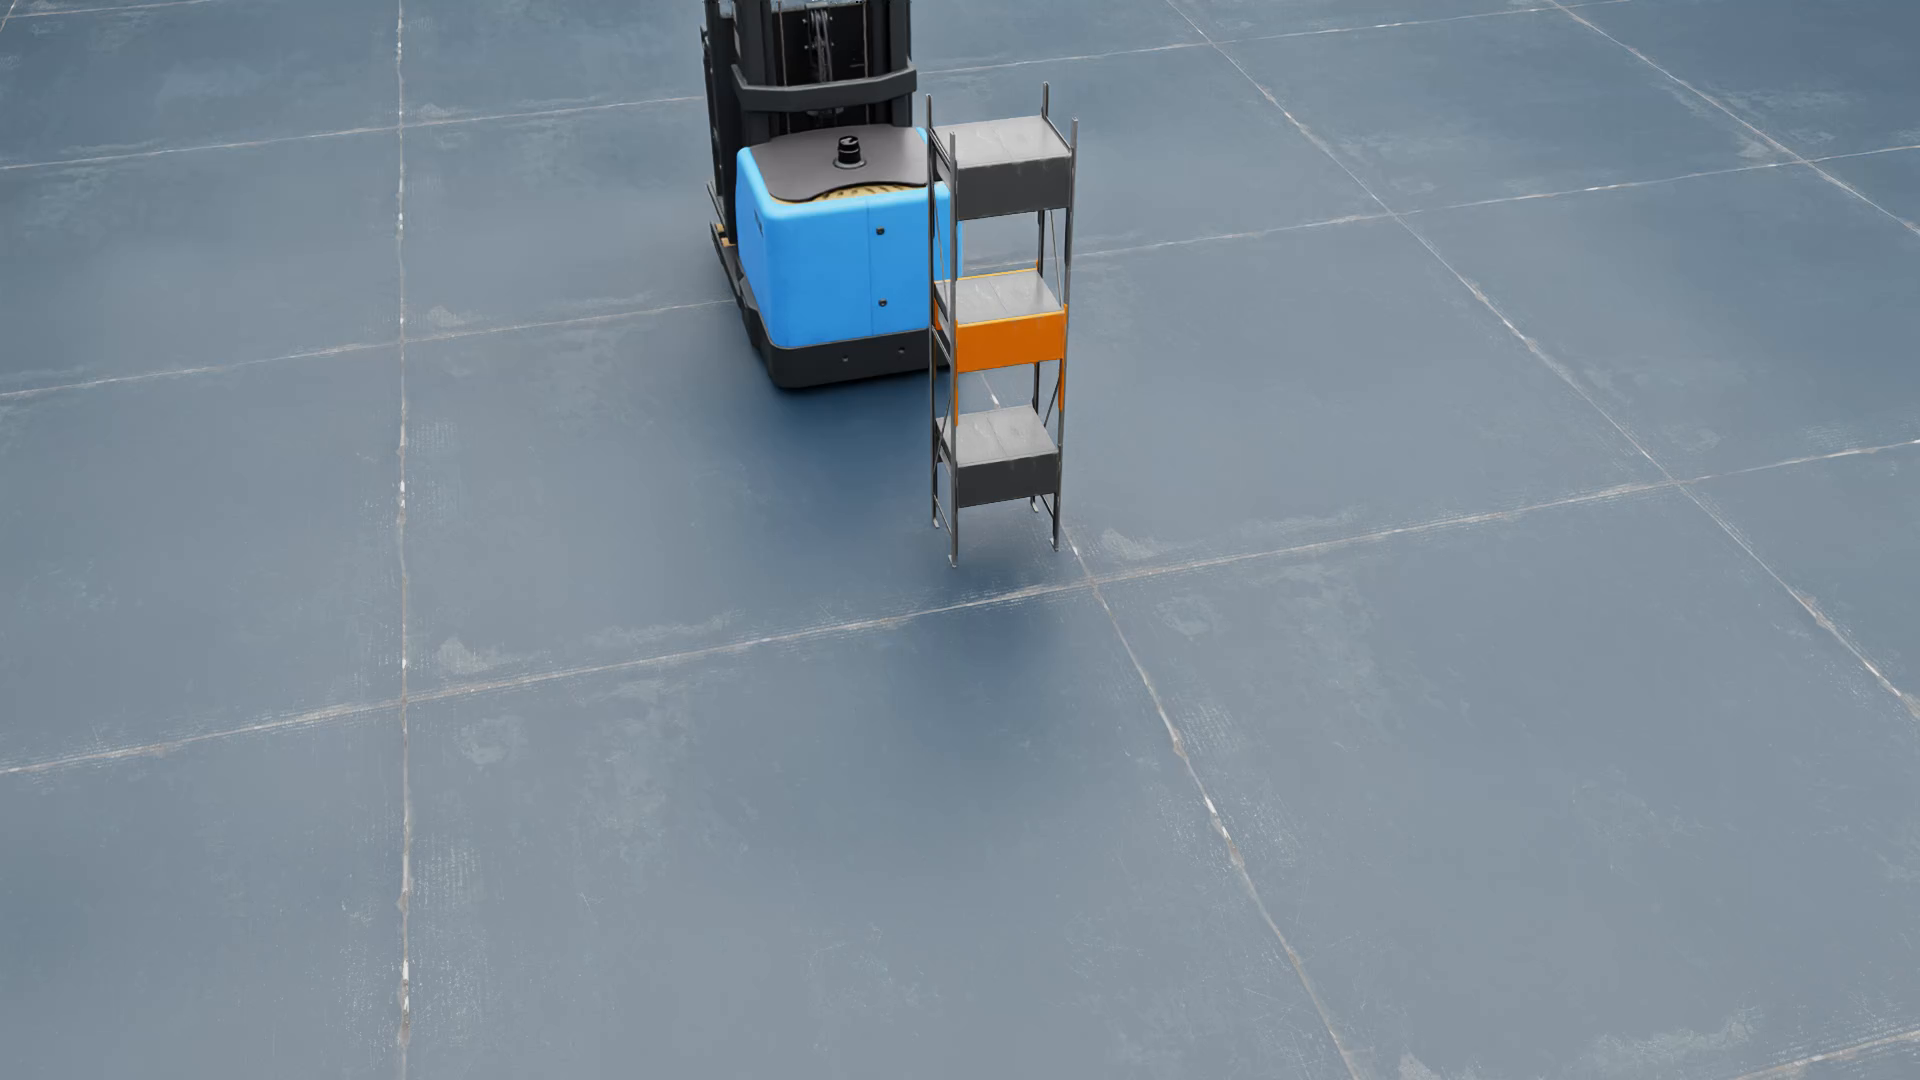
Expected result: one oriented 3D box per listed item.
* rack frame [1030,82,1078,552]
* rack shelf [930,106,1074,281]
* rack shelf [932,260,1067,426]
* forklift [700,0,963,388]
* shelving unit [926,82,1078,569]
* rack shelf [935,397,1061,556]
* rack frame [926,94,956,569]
[{"bbox_3d":[0.395,-0.899,7.197,0.015,2.100,0.400,-9,38,-12],"label":"rack frame"},{"bbox_3d":[0.160,-1.405,6.729,0.480,0.518,0.431,-9,38,-12],"label":"rack shelf"},{"bbox_3d":[0.160,-0.849,7.155,0.480,0.518,0.431,-9,38,-12],"label":"rack shelf"},{"bbox_3d":[-0.870,-2.854,9.068,1.130,2.935,3.031,-10,39,-13],"label":"forklift"},{"bbox_3d":[0.160,-0.860,7.146,0.503,2.100,0.431,-9,38,-12],"label":"shelving unit"},{"bbox_3d":[0.160,-0.293,7.580,0.480,0.518,0.431,-9,38,-12],"label":"rack shelf"},{"bbox_3d":[-0.076,-0.822,7.096,0.015,2.100,0.400,-9,38,-12],"label":"rack frame"}]
